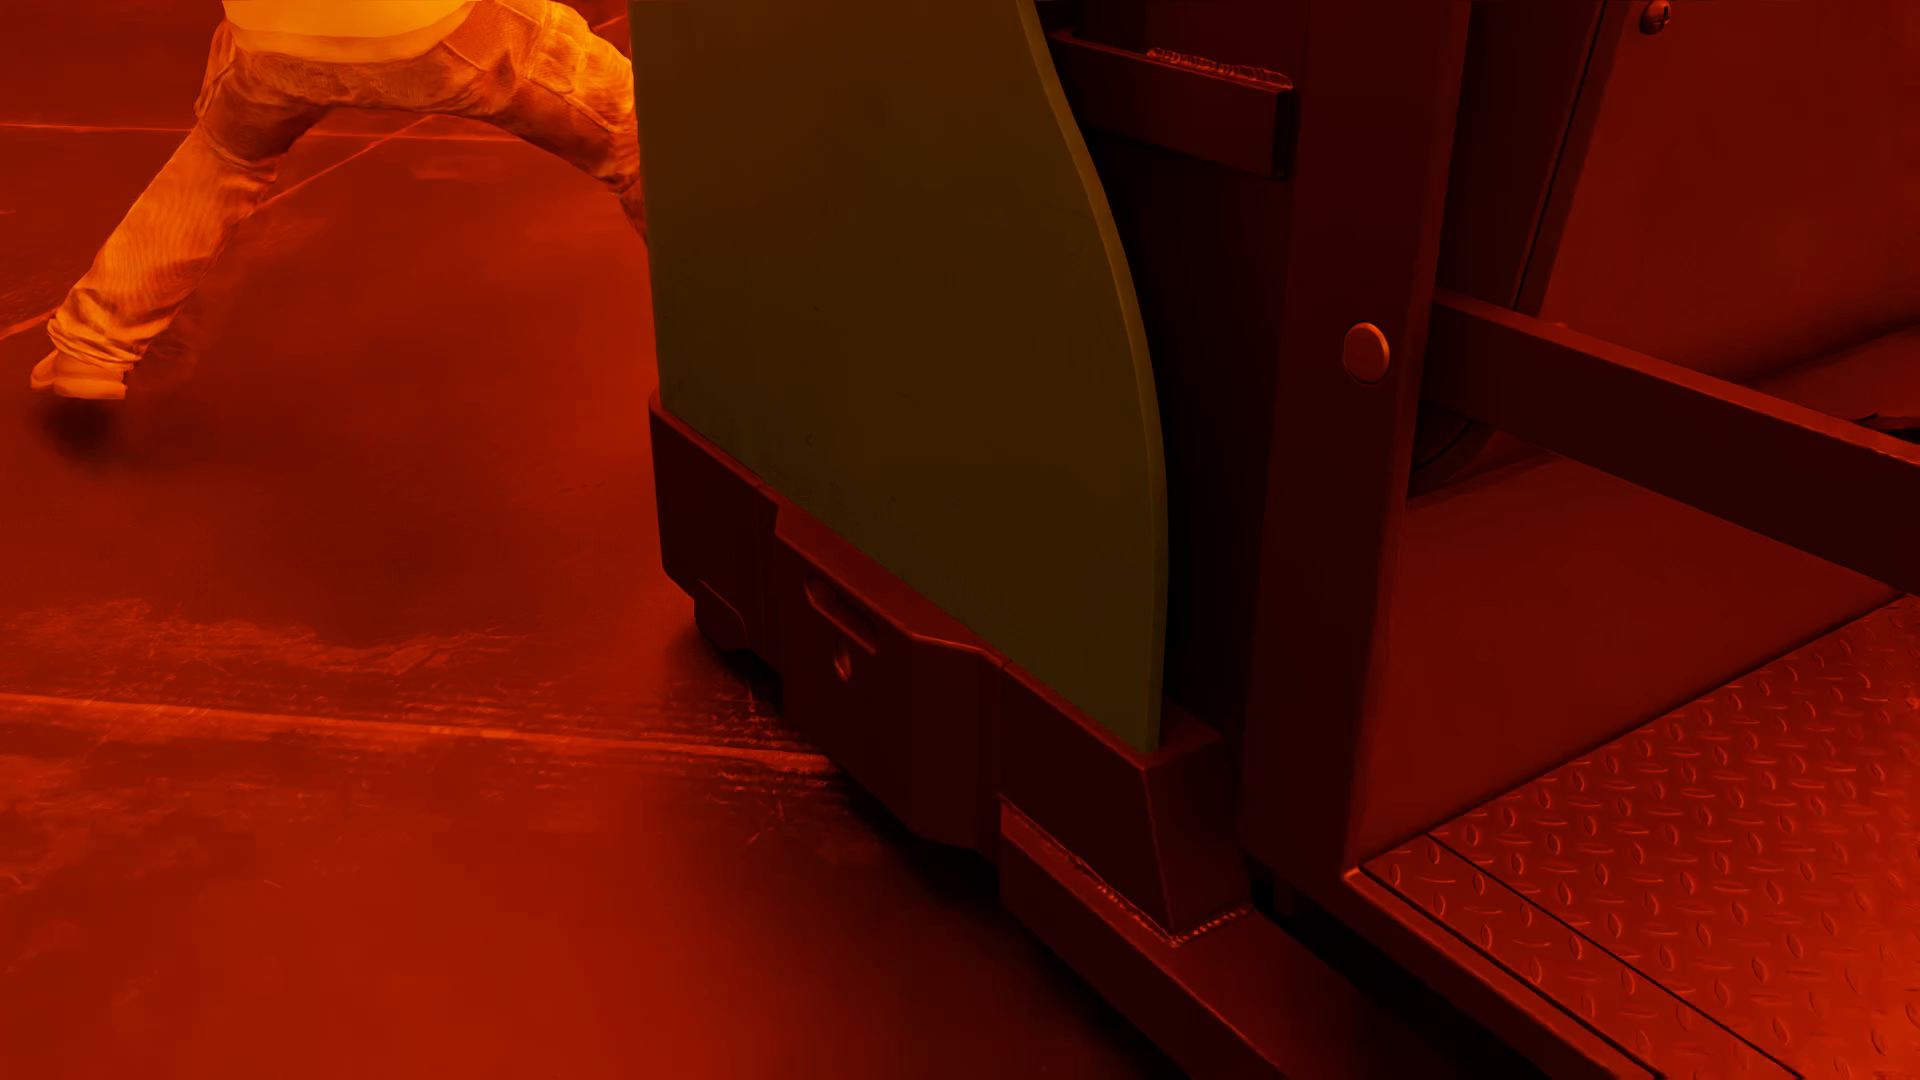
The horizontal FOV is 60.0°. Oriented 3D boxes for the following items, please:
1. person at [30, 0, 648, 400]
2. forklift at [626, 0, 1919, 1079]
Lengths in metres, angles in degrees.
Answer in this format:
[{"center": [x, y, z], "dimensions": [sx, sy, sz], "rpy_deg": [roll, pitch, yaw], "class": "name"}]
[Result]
[{"center": [-0.919, -0.969, 2.682], "dimensions": [1.320, 1.558, 0.858], "rpy_deg": [8, 28, 16], "class": "person"}, {"center": [0.836, -0.808, 0.836], "dimensions": [1.130, 2.935, 3.031], "rpy_deg": [-17, 31, -30], "class": "forklift"}]
